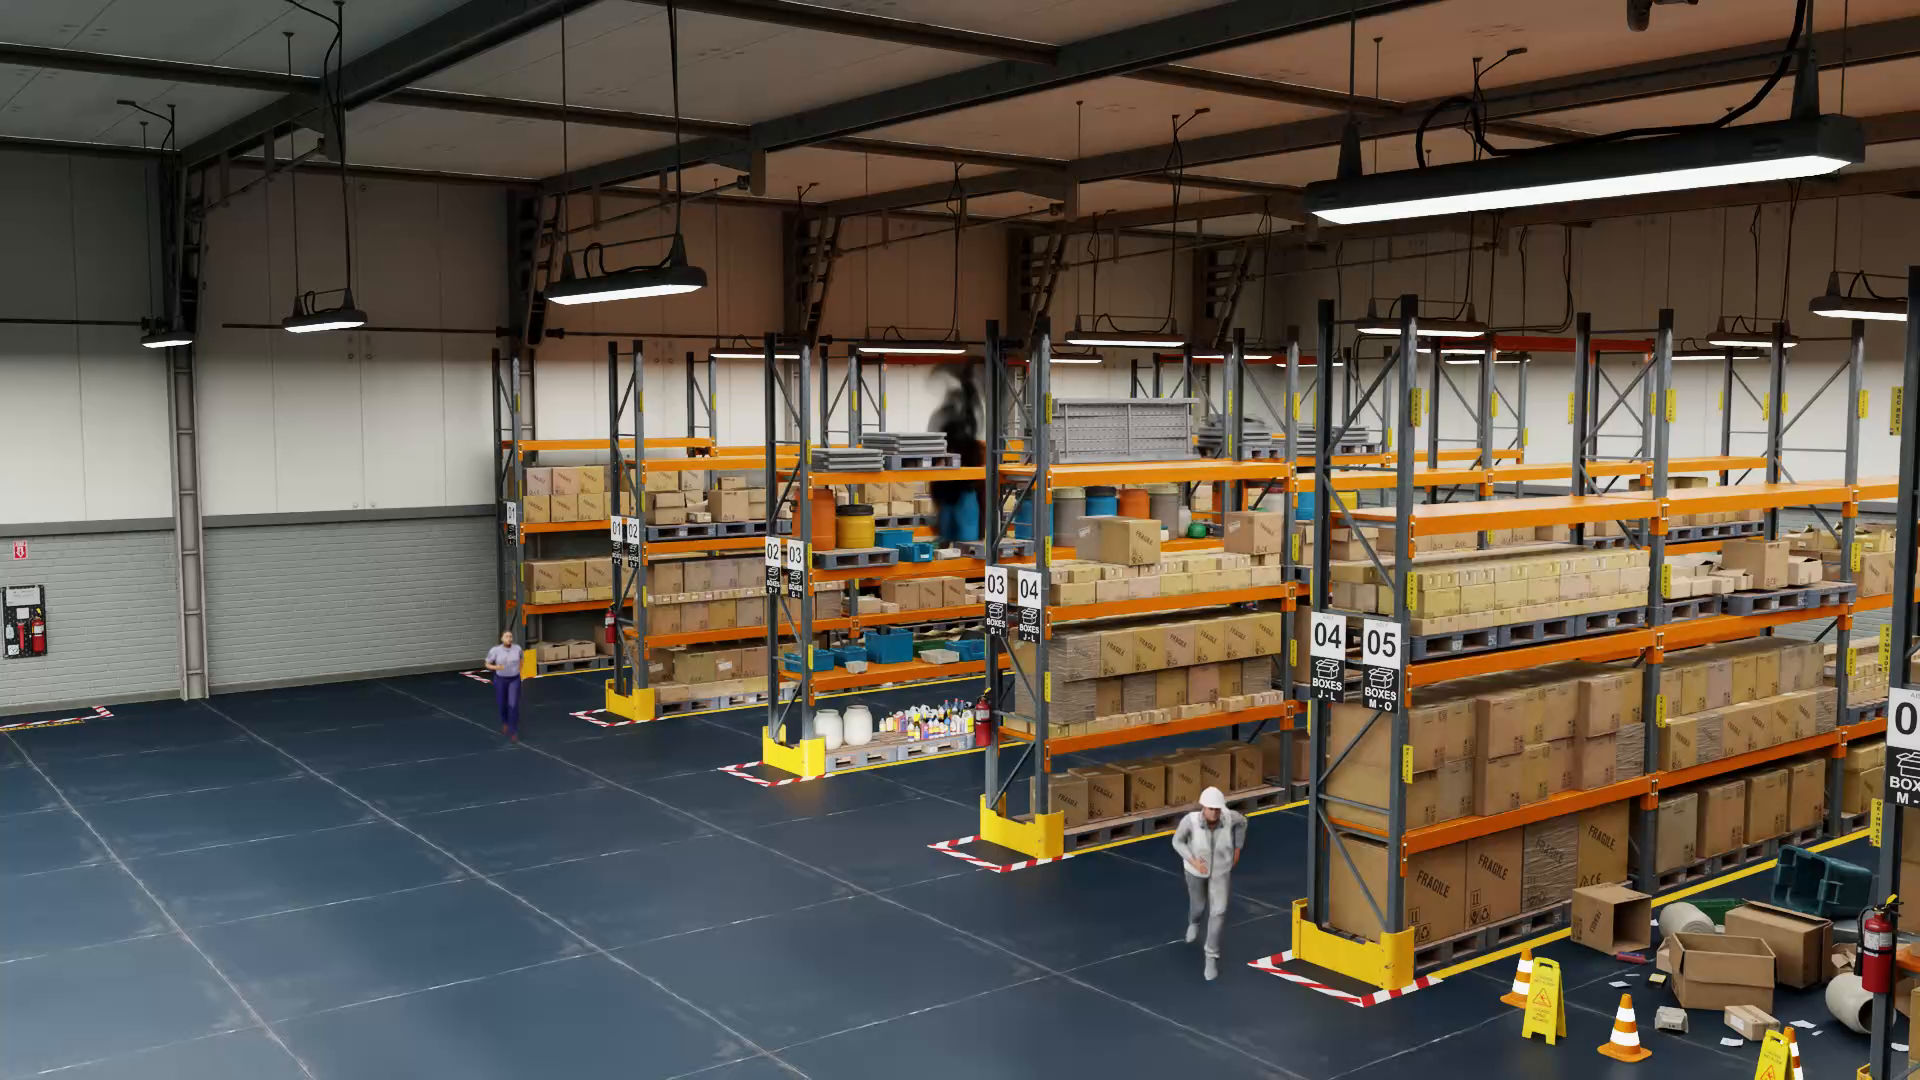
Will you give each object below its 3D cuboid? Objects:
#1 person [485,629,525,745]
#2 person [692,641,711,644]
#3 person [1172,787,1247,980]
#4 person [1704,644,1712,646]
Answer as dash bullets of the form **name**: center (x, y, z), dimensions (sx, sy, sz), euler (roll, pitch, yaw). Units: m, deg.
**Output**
- **person**: center (-6.791, 2.167, 24.854), dimensions (0.586, 1.682, 0.864), euler (-2, 5, -18)
- **person**: center (-4.597, 1.687, 29.823), dimensions (0.567, 1.737, 0.685), euler (-4, 6, -38)
- **person**: center (2.243, 3.014, 15.098), dimensions (0.699, 1.728, 1.048), euler (0, 5, -3)
- **person**: center (10.796, 2.281, 23.720), dimensions (0.835, 1.666, 0.657), euler (-4, 7, -42)
